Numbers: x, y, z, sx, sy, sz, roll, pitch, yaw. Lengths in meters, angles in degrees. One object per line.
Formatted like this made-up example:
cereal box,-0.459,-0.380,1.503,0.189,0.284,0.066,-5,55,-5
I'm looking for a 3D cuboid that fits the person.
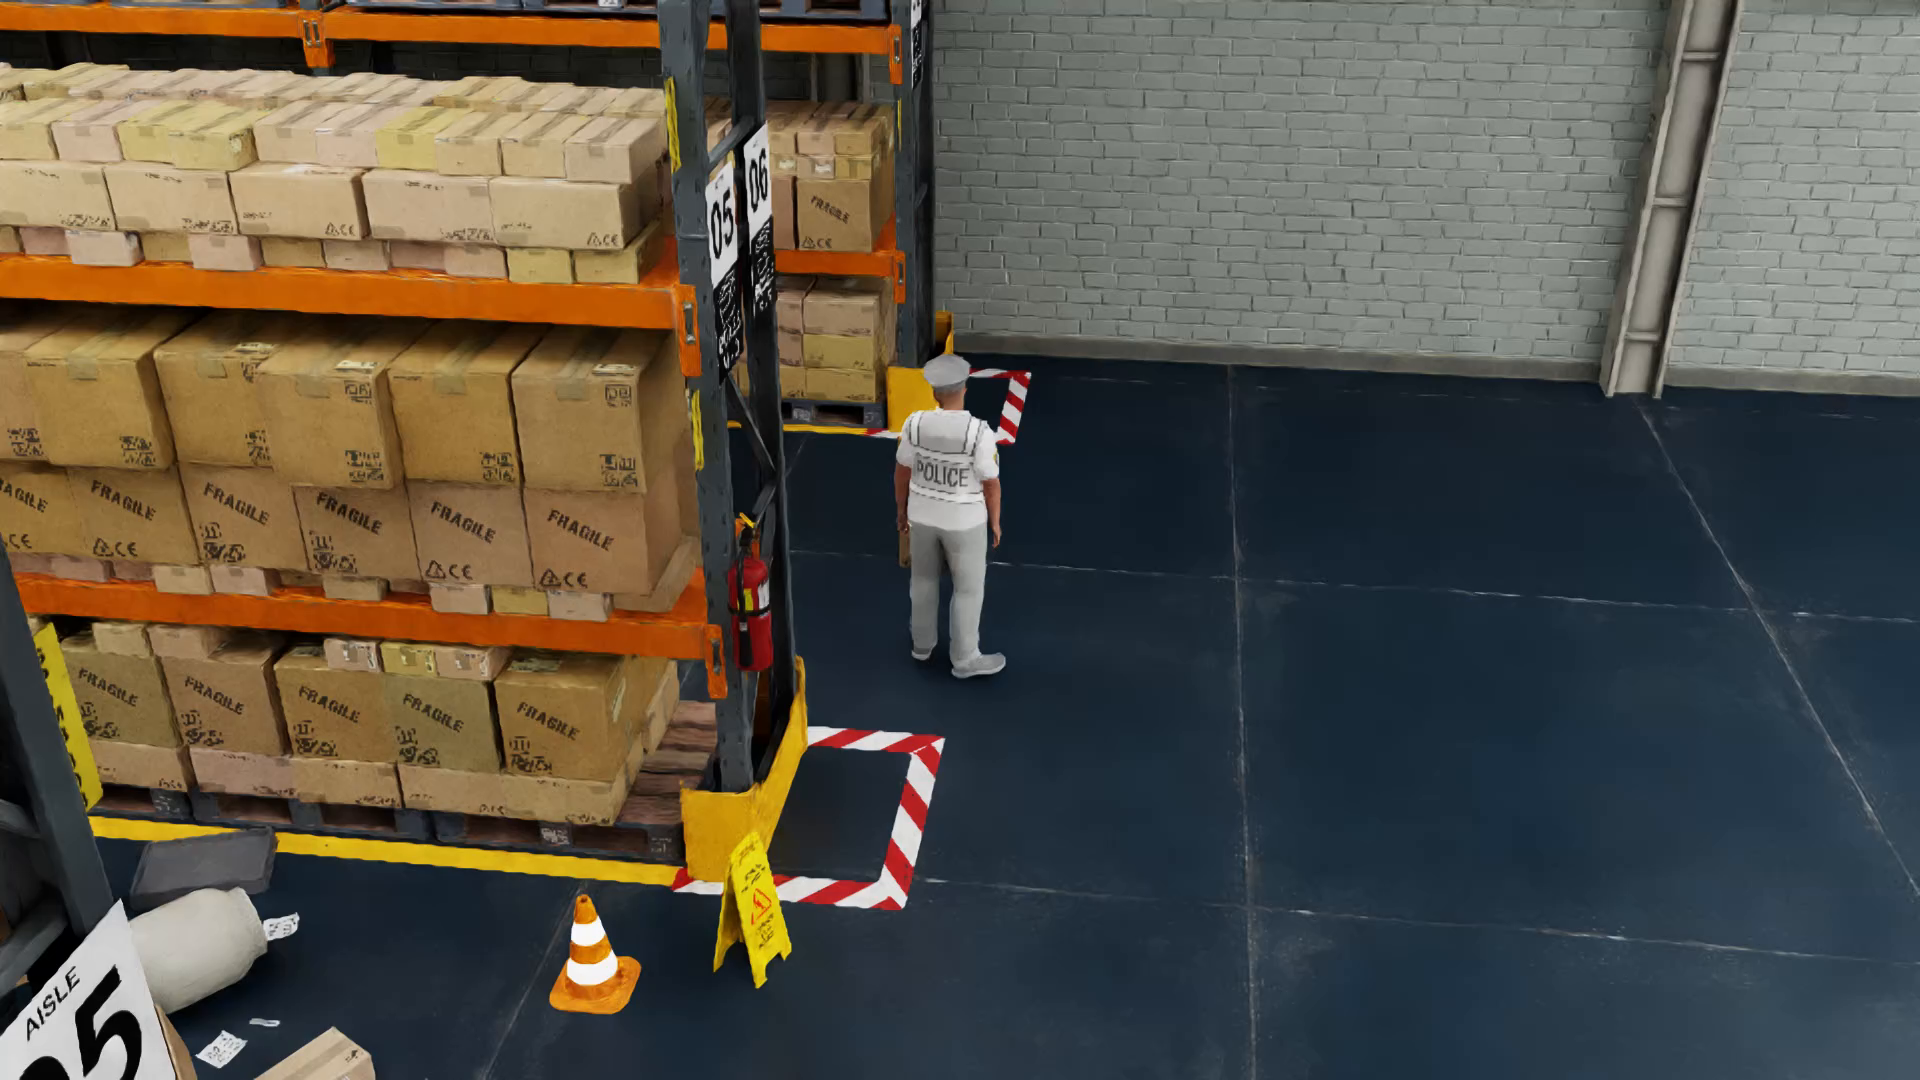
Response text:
person,-0.051,-0.118,8.786,0.622,1.772,0.406,12,31,22
